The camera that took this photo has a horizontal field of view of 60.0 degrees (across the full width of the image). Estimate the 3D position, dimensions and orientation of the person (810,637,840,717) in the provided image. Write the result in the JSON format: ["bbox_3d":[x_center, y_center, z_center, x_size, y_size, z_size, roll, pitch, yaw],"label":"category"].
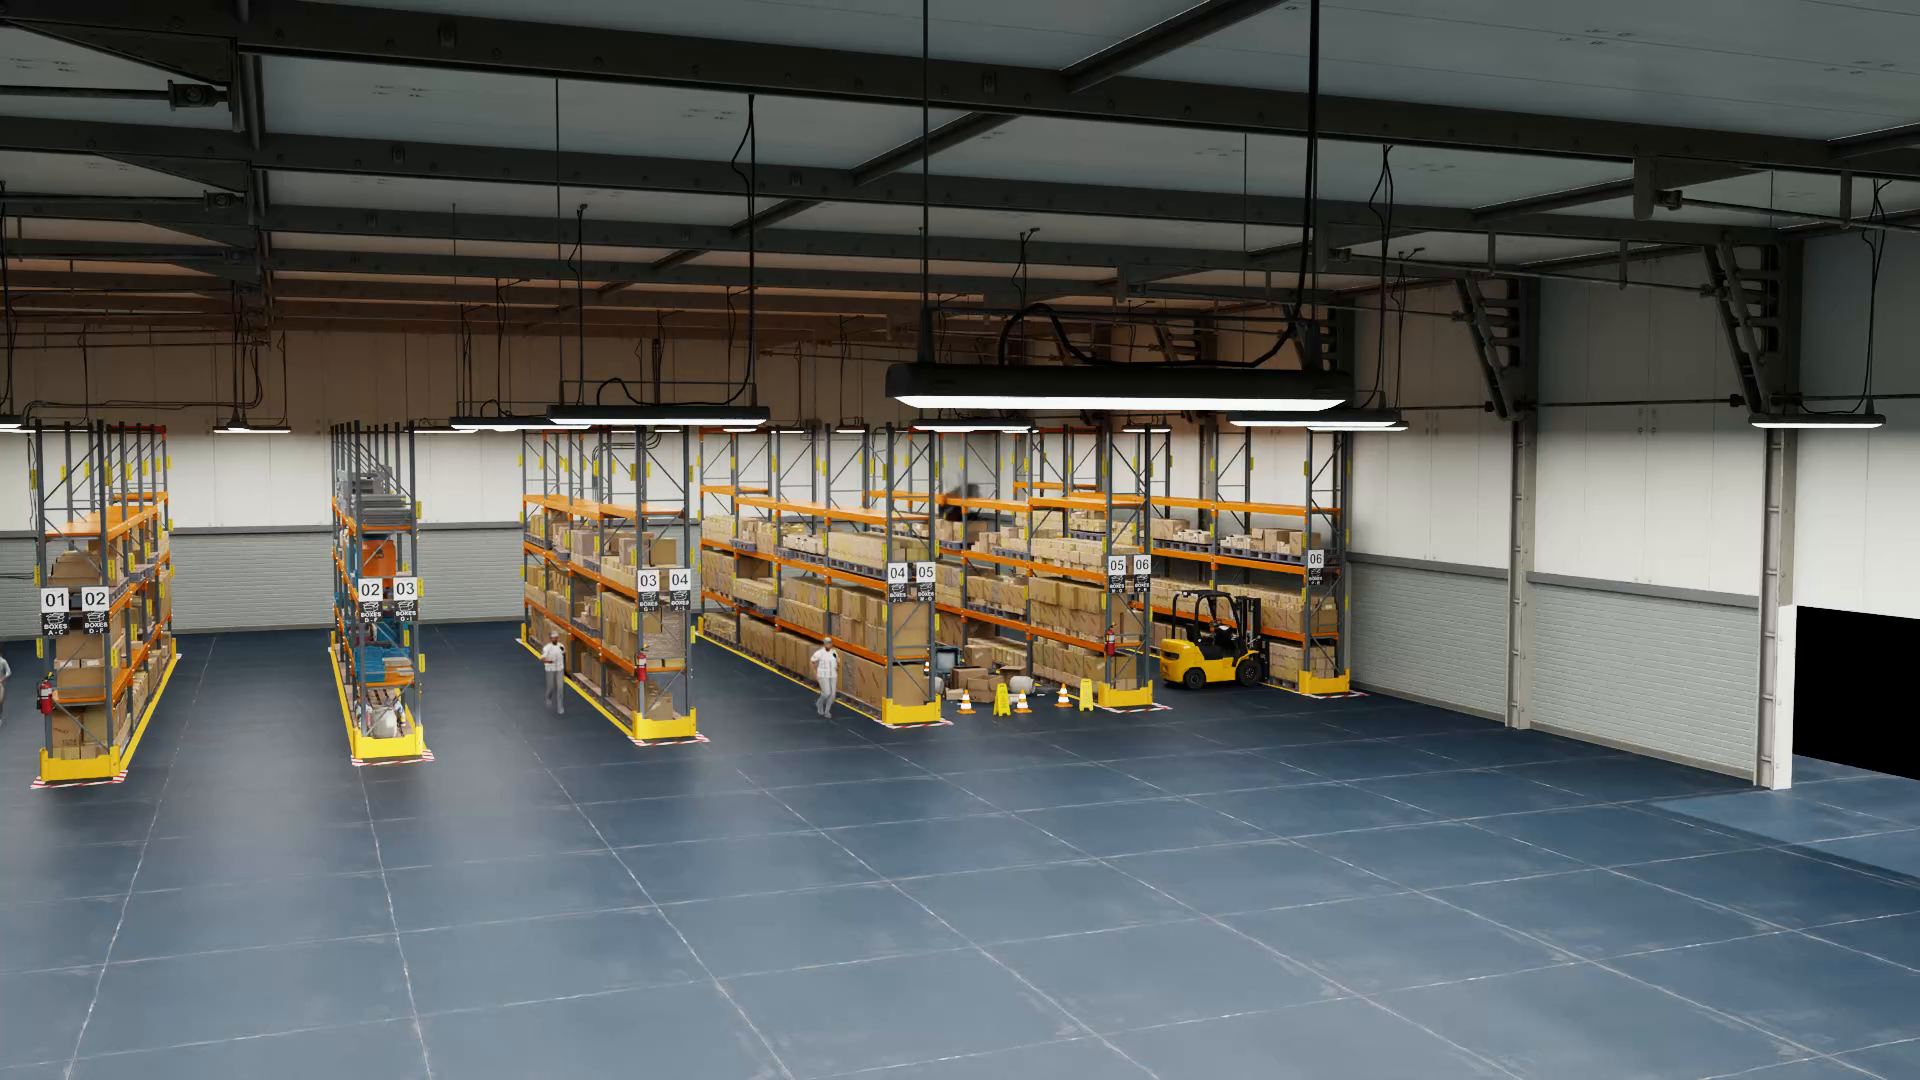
[{"bbox_3d":[-2.683,2.794,33.760,0.586,1.629,0.575,-2,4,-30],"label":"person"}]

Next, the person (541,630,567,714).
[{"bbox_3d":[-8.401,2.713,34.401,0.541,1.694,0.923,-2,4,-27],"label":"person"}]

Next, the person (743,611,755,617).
[{"bbox_3d":[-6.248,1.795,49.257,0.646,1.698,0.749,2,4,33],"label":"person"}]

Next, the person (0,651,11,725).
[{"bbox_3d":[-19.061,2.899,32.876,0.542,1.558,0.539,-2,4,-27],"label":"person"}]
